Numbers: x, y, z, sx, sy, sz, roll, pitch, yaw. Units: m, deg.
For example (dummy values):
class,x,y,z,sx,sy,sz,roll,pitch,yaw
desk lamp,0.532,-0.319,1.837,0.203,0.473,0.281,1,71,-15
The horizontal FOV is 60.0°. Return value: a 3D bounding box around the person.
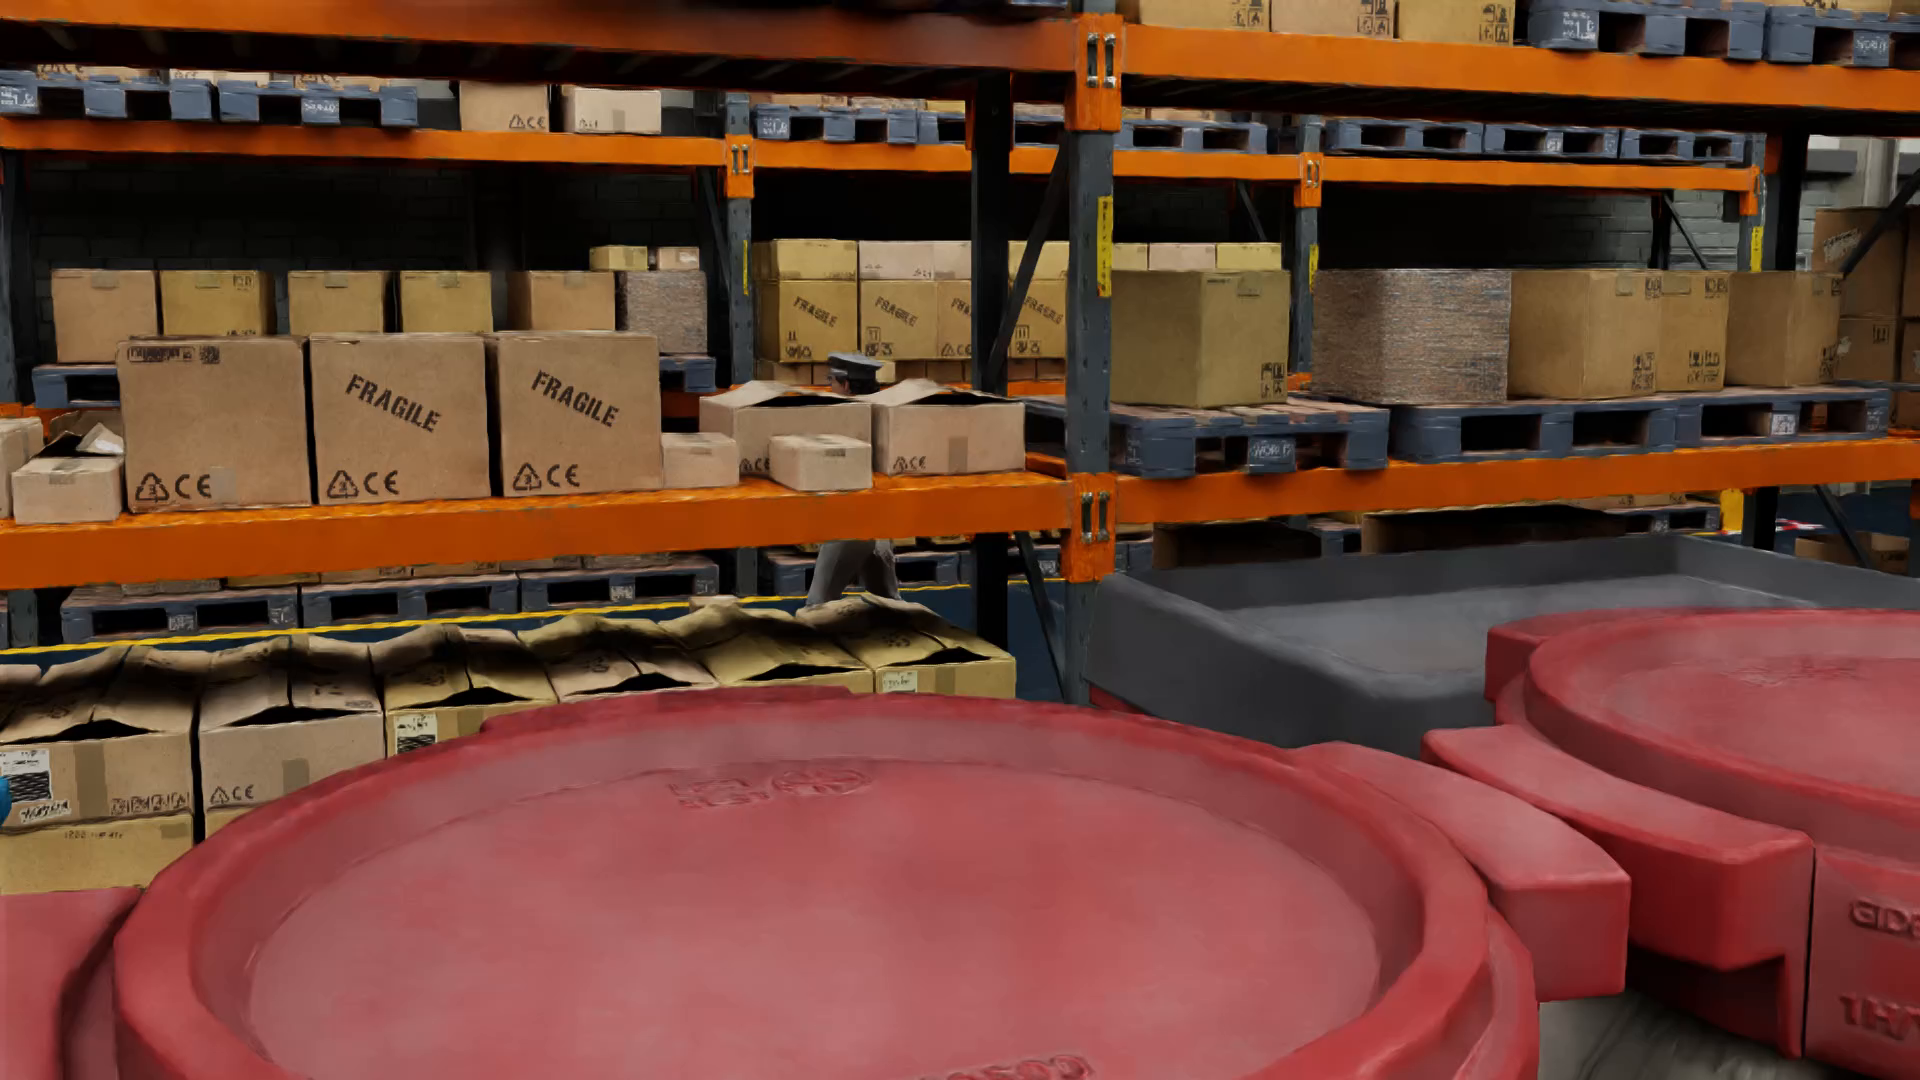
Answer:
class,x,y,z,sx,sy,sz,roll,pitch,yaw
person,-0.536,-0.065,7.766,0.944,1.628,0.529,2,9,10
